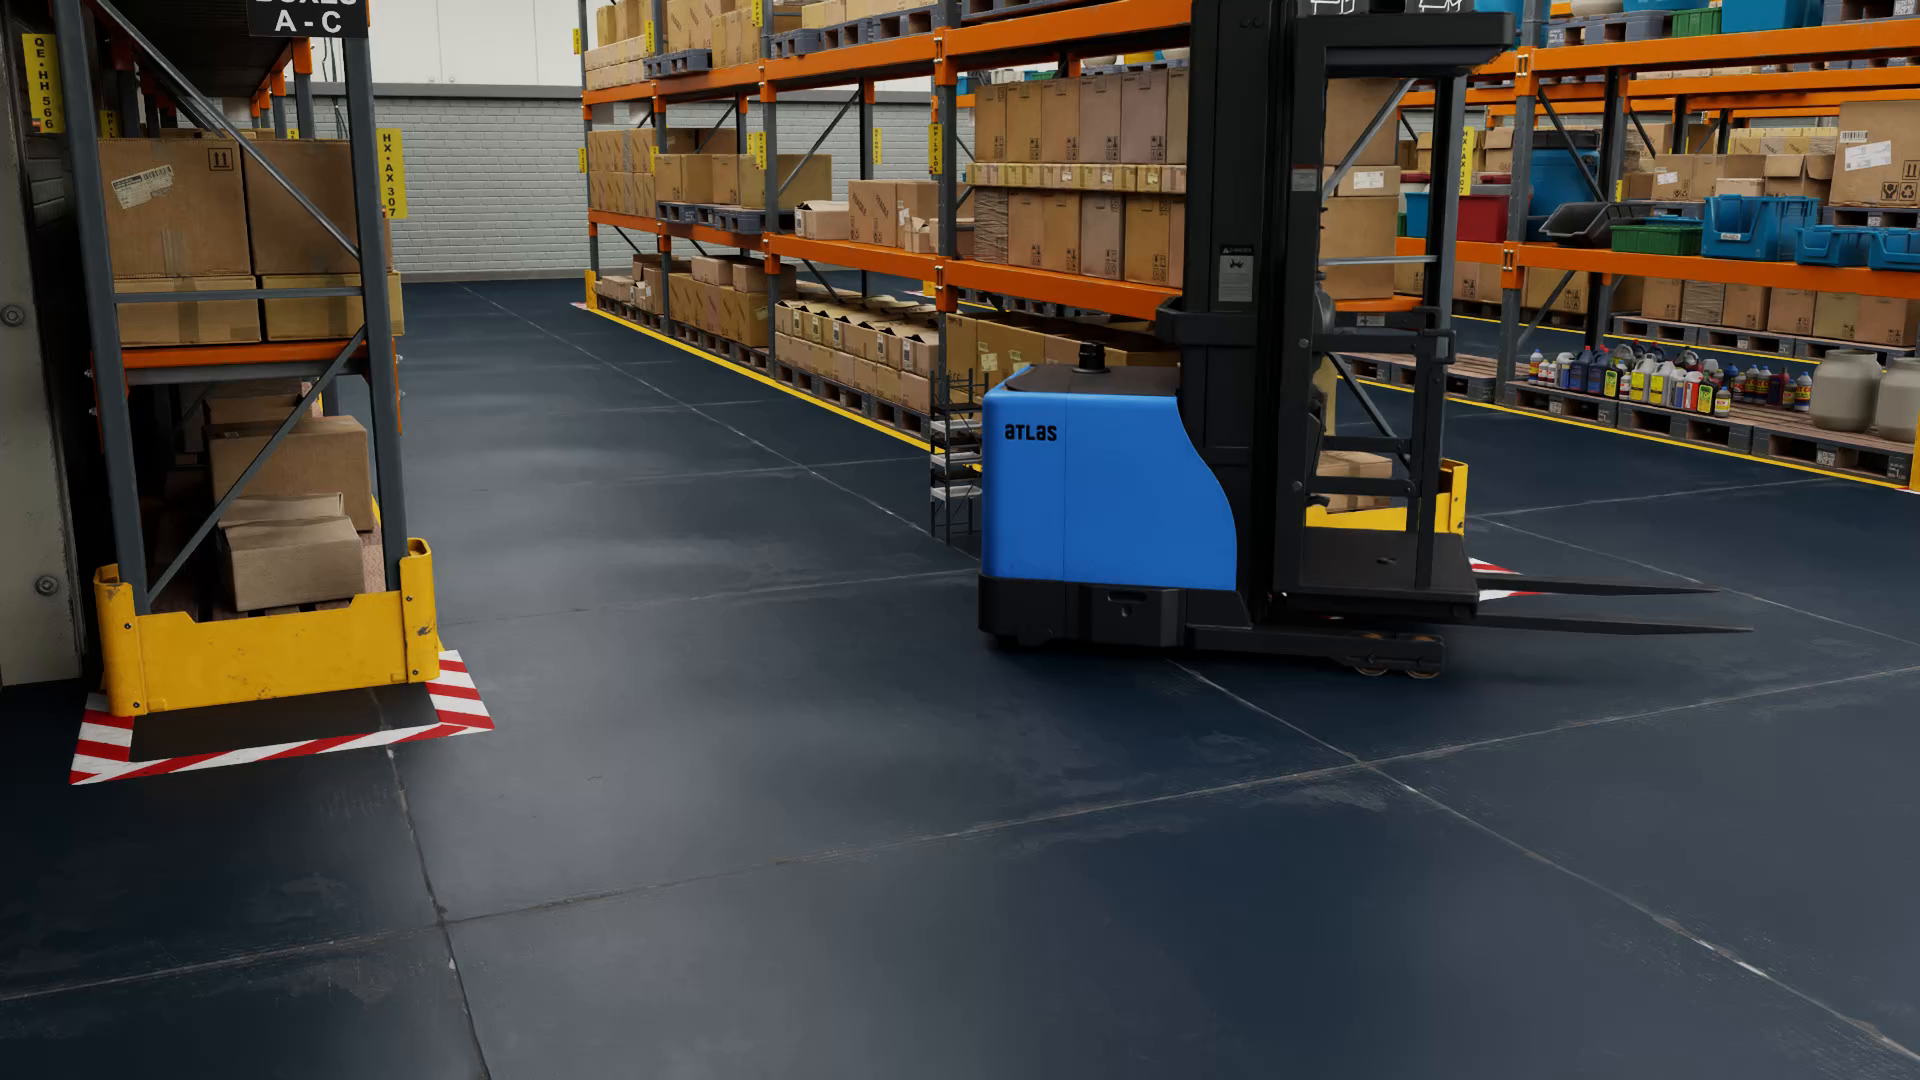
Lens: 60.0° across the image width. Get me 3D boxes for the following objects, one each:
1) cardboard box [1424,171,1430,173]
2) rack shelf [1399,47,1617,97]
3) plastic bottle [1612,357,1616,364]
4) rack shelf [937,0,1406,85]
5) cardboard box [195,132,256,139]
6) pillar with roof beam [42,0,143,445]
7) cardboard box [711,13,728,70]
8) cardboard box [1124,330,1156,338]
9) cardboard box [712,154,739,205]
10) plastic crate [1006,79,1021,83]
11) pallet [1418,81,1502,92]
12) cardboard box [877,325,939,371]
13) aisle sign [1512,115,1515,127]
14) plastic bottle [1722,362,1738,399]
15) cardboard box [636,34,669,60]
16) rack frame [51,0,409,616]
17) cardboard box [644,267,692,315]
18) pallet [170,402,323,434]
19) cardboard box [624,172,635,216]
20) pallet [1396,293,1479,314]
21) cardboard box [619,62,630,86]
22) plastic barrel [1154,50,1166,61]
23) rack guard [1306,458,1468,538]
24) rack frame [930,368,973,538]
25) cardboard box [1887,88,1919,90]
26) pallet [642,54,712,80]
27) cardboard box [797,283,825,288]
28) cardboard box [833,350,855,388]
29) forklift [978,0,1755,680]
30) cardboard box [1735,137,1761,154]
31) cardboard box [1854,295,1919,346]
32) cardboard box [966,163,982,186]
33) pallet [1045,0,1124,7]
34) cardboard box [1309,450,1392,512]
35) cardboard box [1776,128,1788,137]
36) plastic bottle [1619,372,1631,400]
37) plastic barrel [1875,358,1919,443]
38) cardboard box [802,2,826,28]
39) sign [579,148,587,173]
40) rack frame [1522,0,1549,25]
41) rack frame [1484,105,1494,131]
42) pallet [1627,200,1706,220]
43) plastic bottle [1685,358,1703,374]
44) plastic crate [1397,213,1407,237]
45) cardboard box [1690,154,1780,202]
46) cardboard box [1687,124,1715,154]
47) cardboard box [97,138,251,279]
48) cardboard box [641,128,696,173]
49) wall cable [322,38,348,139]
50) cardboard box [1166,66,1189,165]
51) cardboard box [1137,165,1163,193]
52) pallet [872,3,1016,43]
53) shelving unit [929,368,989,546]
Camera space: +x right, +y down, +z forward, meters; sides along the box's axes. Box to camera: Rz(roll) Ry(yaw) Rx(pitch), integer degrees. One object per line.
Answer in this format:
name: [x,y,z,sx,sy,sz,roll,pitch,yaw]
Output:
cardboard box: [6.363,-4.532,21.575,0.500,0.500,0.500,-6,14,-23]
rack shelf: [4.070,-4.128,14.997,1.077,0.370,4.000,-6,14,-23]
plastic bottle: [4.983,-1.266,12.762,0.097,0.271,0.097,0,13,0]
rack shelf: [1.133,-2.855,9.497,1.077,0.370,4.000,-6,14,-23]
cardboard box: [-5.500,-2.981,12.462,0.380,0.149,0.250,-8,15,-32]
pillar with roof beam: [-2.135,-5.501,12.679,9.100,9.000,0.400,-6,14,-23]
cardboard box: [-1.889,-4.794,16.056,0.910,0.500,0.500,-6,14,-23]
cardboard box: [1.324,-1.002,10.052,0.500,0.500,0.500,-6,14,-23]
cardboard box: [-2.109,-3.704,17.069,0.700,0.500,0.500,-10,16,-37]
plastic crate: [0.809,-5.818,21.289,0.293,0.136,0.466,-6,14,-23]
pallet: [6.618,-5.887,21.428,0.805,0.209,1.217,-6,14,-25]
cardboard box: [-0.308,-1.460,12.450,0.500,0.311,0.500,-5,14,-21]
aisle sign: [9.434,-7.267,27.849,0.394,0.787,0.004,-6,14,-23]
plastic bottle: [5.775,-1.199,12.473,0.097,0.271,0.097,0,13,0]
cardboard box: [-3.317,-5.518,18.631,0.500,0.250,0.500,-6,14,-23]
rack frame: [-2.604,-0.883,6.032,1.000,3.000,0.127,-6,14,-23]
cardboard box: [-3.361,-2.899,19.311,0.500,0.500,0.500,-6,14,-23]
pallet: [-5.012,-0.764,11.702,1.003,0.211,1.213,-6,14,-23]
cardboard box: [-3.724,-4.151,19.933,0.500,0.500,0.500,-5,14,-22]
pallet: [6.583,-3.193,22.198,1.003,0.211,1.213,-6,14,-23]
cardboard box: [-3.710,-5.482,19.583,0.500,0.250,0.500,-6,14,-23]
plastic barrel: [2.491,-5.828,18.704,0.600,0.901,0.708,-6,14,-23]
rack guard: [1.943,-0.108,8.229,1.175,0.500,0.348,-6,14,-23]
rack frame: [-0.044,-0.461,8.866,0.240,0.900,0.006,-6,14,-23]
cardboard box: [11.931,-5.910,20.879,0.500,0.500,0.500,-6,14,-23]
pallet: [-2.676,-5.039,17.754,1.213,0.211,1.003,-6,14,-23]
cardboard box: [-1.602,-2.312,16.775,0.500,0.500,0.500,-6,14,-24]
cardboard box: [-0.709,-1.398,13.423,0.500,0.250,0.500,-5,14,-22]
forklift: [1.649,-1.013,6.744,3.031,2.935,1.130,3,13,12]
cardboard box: [13.828,-6.731,28.859,0.500,0.500,0.500,-6,14,-24]
cardboard box: [9.184,-2.177,16.191,0.700,0.500,0.500,-7,15,-27]
cardboard box: [0.262,-2.449,11.139,0.380,0.149,0.250,-6,14,-23]
pallet: [1.182,-3.150,9.372,1.003,0.211,1.213,-6,14,-23]
cardboard box: [1.923,-0.327,8.797,0.500,0.250,0.500,-6,14,-23]
cardboard box: [14.078,-6.910,28.196,0.380,0.149,0.250,-5,14,-22]
plastic bottle: [4.982,-1.151,12.422,0.097,0.201,0.097,0,13,0]
plastic barrel: [6.140,-0.899,10.689,0.421,0.512,0.421,0,13,0]
cardboard box: [-1.037,-4.488,14.358,0.500,0.250,0.500,-7,15,-27]
sign: [-4.972,-5.009,21.942,0.100,0.325,0.005,-6,14,-23]
rack frame: [4.872,-5.527,12.793,1.000,3.000,0.127,-6,14,-23]
rack frame: [9.188,-5.958,27.959,1.000,3.000,0.127,-6,14,-23]
pallet: [8.191,-3.647,18.400,1.213,0.211,1.003,-6,14,-23]
plastic bottle: [5.564,-1.238,12.615,0.061,0.283,0.133,-6,14,-23]
plastic crate: [3.915,-2.835,14.937,0.450,0.188,0.662,-6,14,-23]
cardboard box: [8.376,-3.917,17.988,0.700,0.500,0.500,-3,13,-15]
cardboard box: [10.833,-5.927,24.729,0.500,0.500,0.500,-5,14,-22]
cardboard box: [-2.987,-1.263,6.300,0.500,0.500,0.500,-6,14,-24]
cardboard box: [-3.313,-4.427,18.907,0.500,0.500,0.500,-6,14,-23]
wall cable: [-10.951,-6.799,25.177,3.097,2.526,0.112,-6,14,-23]
cardboard box: [1.522,-2.229,8.747,0.700,0.500,0.500,-6,14,-24]
cardboard box: [1.193,-1.971,9.072,0.380,0.149,0.250,-5,14,-21]
pallet: [-0.034,-3.707,12.005,0.805,0.209,1.217,-6,14,-25]
shelving unit: [-0.003,-0.440,8.776,0.258,0.900,0.210,-6,14,-23]
